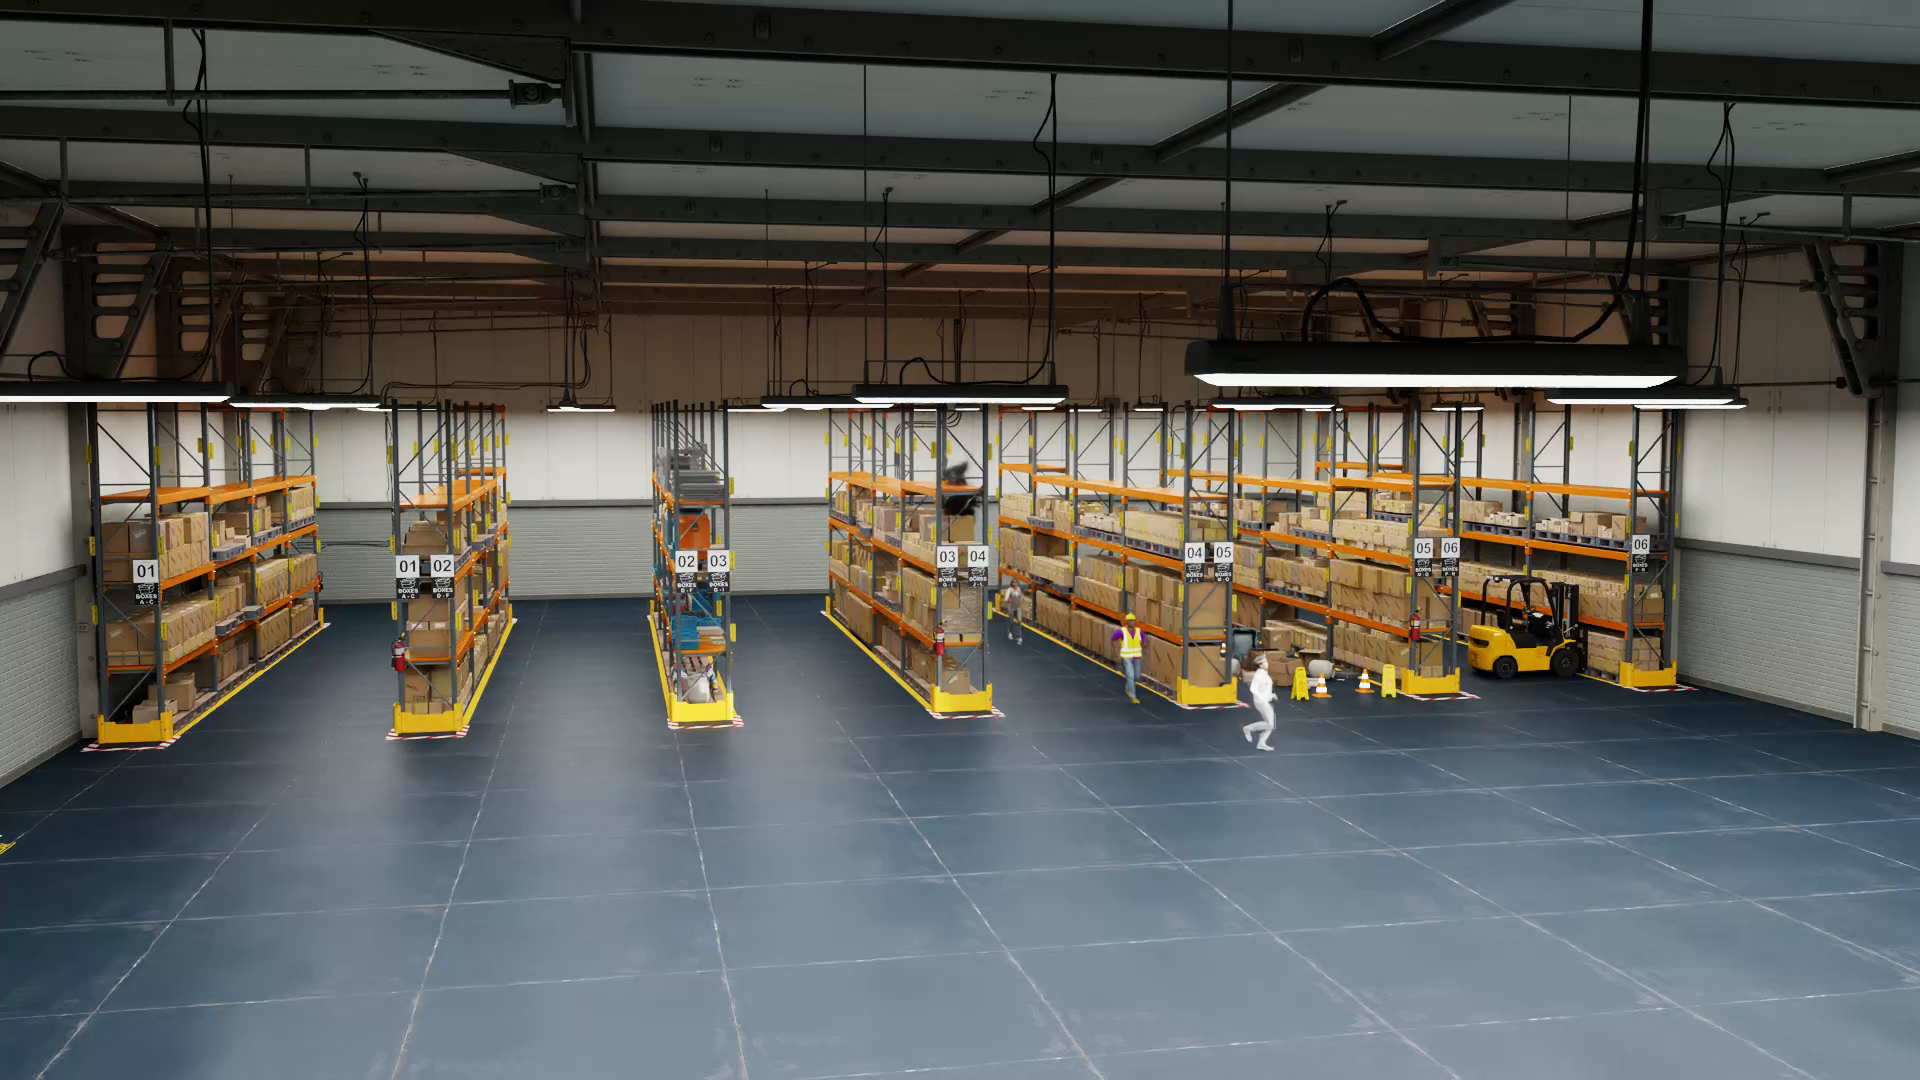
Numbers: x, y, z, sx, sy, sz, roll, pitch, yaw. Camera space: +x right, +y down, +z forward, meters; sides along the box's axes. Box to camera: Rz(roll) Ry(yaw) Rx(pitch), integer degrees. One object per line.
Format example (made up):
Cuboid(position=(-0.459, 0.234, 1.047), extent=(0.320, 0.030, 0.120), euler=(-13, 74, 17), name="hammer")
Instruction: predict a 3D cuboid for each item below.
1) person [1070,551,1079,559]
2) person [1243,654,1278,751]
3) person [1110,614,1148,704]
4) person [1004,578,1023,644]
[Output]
Cuboid(position=(3.568, 1.121, 50.434), extent=(0.880, 1.602, 0.594), euler=(-2, 5, -20), name="person")
Cuboid(position=(5.130, 2.765, 28.398), extent=(0.555, 1.657, 0.615), euler=(2, 5, 20), name="person")
Cuboid(position=(3.405, 2.341, 33.071), extent=(0.707, 1.744, 0.941), euler=(-1, 4, -16), name="person")
Cuboid(position=(1.356, 1.765, 41.709), extent=(0.531, 1.621, 0.805), euler=(-1, 4, -15), name="person")
